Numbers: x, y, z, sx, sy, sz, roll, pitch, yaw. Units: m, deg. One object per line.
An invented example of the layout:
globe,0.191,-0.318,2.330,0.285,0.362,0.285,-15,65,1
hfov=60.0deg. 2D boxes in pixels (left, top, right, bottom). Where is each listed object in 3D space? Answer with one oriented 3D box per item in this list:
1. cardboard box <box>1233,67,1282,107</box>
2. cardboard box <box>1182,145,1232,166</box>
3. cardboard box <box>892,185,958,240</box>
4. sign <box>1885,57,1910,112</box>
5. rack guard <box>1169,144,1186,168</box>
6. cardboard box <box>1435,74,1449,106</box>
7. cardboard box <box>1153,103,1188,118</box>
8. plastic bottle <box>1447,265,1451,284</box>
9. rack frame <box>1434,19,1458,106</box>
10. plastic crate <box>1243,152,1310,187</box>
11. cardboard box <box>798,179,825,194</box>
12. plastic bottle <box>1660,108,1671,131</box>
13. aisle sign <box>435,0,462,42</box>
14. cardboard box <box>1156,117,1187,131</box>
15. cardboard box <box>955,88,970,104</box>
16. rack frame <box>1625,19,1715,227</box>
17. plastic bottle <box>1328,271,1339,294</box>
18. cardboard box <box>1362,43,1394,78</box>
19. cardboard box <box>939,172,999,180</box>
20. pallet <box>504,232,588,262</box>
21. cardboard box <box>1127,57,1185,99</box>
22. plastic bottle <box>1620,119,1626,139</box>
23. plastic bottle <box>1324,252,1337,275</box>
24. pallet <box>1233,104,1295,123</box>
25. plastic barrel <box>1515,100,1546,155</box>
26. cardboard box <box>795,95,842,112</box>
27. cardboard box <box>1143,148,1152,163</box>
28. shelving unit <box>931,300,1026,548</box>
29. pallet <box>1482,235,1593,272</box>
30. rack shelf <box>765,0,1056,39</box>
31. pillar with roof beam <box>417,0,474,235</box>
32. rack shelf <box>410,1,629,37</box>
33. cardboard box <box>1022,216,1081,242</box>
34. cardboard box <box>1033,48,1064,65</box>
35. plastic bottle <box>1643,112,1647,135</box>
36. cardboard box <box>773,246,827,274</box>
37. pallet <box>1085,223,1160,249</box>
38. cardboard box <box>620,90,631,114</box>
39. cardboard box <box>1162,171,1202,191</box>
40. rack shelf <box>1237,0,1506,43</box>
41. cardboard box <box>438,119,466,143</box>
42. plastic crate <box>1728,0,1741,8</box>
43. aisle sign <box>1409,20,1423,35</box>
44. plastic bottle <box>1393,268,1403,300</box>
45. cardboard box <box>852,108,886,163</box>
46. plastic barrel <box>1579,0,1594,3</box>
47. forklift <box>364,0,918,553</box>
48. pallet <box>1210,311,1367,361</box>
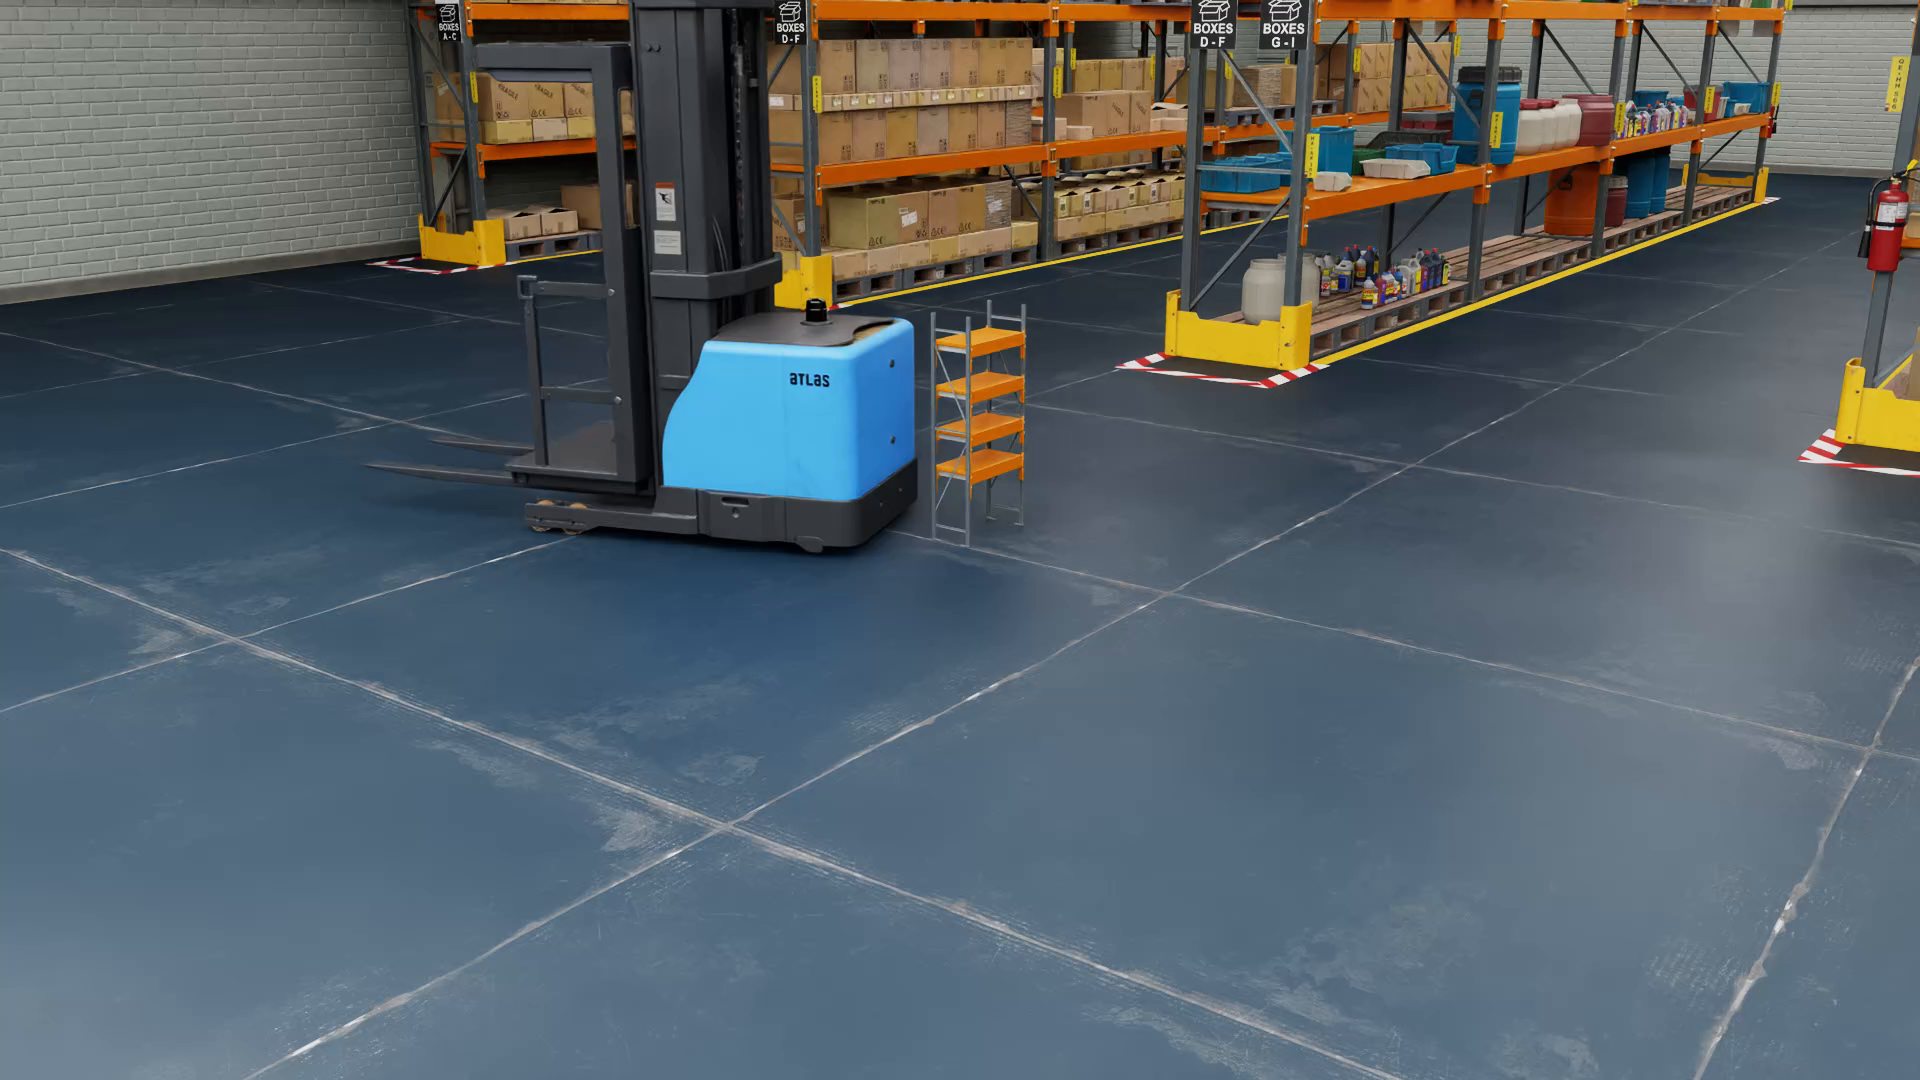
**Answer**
cardboard box,3.994,-6.253,22.945,0.500,0.500,0.700,-15,23,-40
cardboard box,3.410,-5.303,22.973,0.500,0.250,0.500,13,22,37
cardboard box,-0.361,-3.436,17.414,0.500,0.500,0.500,12,21,35
sign,5.764,-2.800,10.219,0.100,0.325,0.005,12,21,35
rack guard,3.812,-7.242,31.223,1.175,0.500,0.348,12,21,35
cardboard box,7.730,-7.449,27.504,0.500,0.500,0.500,13,22,36
cardboard box,2.759,-5.529,21.641,0.500,0.311,0.500,14,22,38
plastic bottle,4.638,-2.554,15.887,0.097,0.201,0.097,0,17,0
rack frame,7.778,-7.556,28.018,1.000,3.000,0.127,12,21,35
plastic crate,2.670,-3.124,13.996,0.499,0.251,0.408,12,21,35
cardboard box,-2.324,-5.013,23.303,0.700,0.500,0.500,13,21,35
plastic bottle,8.877,-5.310,20.993,0.152,0.276,0.135,12,21,35
aisle sign,-5.538,-5.791,17.951,0.394,0.787,0.004,12,21,35
cardboard box,2.697,-5.268,21.072,0.380,0.149,0.250,12,21,35
cardboard box,-0.120,-4.651,17.399,0.380,0.149,0.250,13,22,36
rack frame,9.370,-5.727,22.128,1.000,3.000,0.127,12,21,35
plastic bottle,3.436,-2.375,15.311,0.097,0.201,0.097,0,17,0
cardboard box,6.515,-7.436,25.778,0.500,0.500,0.500,12,21,33
cardboard box,0.100,-3.888,18.871,0.500,0.500,0.500,12,21,35
pallet,-5.178,-3.493,19.637,1.003,0.211,1.213,12,21,35
cardboard box,3.501,-8.450,30.392,0.980,0.700,0.700,14,22,37
plastic bottle,7.737,-4.835,19.452,0.061,0.283,0.133,12,21,35
plastic bottle,3.424,-2.502,15.466,0.144,0.351,0.185,12,21,34
pallet,4.166,-6.023,23.405,1.003,0.211,1.213,12,21,35
plastic barrel,5.787,-4.250,17.144,0.433,0.535,0.433,0,17,0
cardboard box,-1.349,-4.158,15.813,0.380,0.149,0.250,12,21,34
cardboard box,3.162,-7.134,30.164,0.700,0.500,0.500,12,21,35
shelving unit,0.099,-0.612,8.693,0.258,1.200,0.503,12,21,35
pallet,6.494,-3.265,18.902,1.003,0.211,1.213,12,21,35
rack shelf,-0.564,-5.310,16.942,1.077,0.370,4.000,12,21,35
pillar with roof beam,-2.556,-7.044,16.252,9.100,9.000,0.400,12,21,35
rack shelf,-4.544,-6.185,19.758,1.077,0.370,4.000,12,21,35
cardboard box,1.067,-3.638,19.328,0.500,0.250,0.500,12,21,33
cardboard box,1.341,-7.879,27.089,0.500,0.250,0.500,13,22,36
plastic bottle,8.284,-5.057,20.187,0.097,0.271,0.097,0,17,0
cardboard box,-1.673,-2.813,16.671,0.500,0.250,0.500,12,21,35
pallet,1.762,-3.840,20.754,1.003,0.211,1.213,12,21,35
cardboard box,-4.297,-5.339,19.834,0.500,0.500,0.500,13,22,36
cardboard box,2.897,-4.638,21.602,0.500,0.311,0.500,13,22,36
rack shelf,3.412,-4.434,14.120,1.077,0.370,4.000,12,21,35
cardboard box,-5.613,-4.703,19.050,0.500,0.250,0.500,13,21,35
plastic crate,10.331,-7.345,22.500,0.497,0.269,0.590,12,21,35
aisle sign,7.583,-8.866,27.852,0.394,0.787,0.004,12,21,35
plastic bottle,3.935,-2.307,14.972,0.097,0.271,0.097,0,17,0
cardboard box,-1.158,-4.028,16.487,0.700,0.500,0.500,13,22,36
plastic barrel,6.881,-6.065,18.420,0.294,0.245,0.294,0,17,0
forklift,-1.810,-1.569,8.853,3.031,2.935,1.130,5,18,17
pallet,2.716,-1.756,14.043,1.003,0.211,1.213,12,21,35
